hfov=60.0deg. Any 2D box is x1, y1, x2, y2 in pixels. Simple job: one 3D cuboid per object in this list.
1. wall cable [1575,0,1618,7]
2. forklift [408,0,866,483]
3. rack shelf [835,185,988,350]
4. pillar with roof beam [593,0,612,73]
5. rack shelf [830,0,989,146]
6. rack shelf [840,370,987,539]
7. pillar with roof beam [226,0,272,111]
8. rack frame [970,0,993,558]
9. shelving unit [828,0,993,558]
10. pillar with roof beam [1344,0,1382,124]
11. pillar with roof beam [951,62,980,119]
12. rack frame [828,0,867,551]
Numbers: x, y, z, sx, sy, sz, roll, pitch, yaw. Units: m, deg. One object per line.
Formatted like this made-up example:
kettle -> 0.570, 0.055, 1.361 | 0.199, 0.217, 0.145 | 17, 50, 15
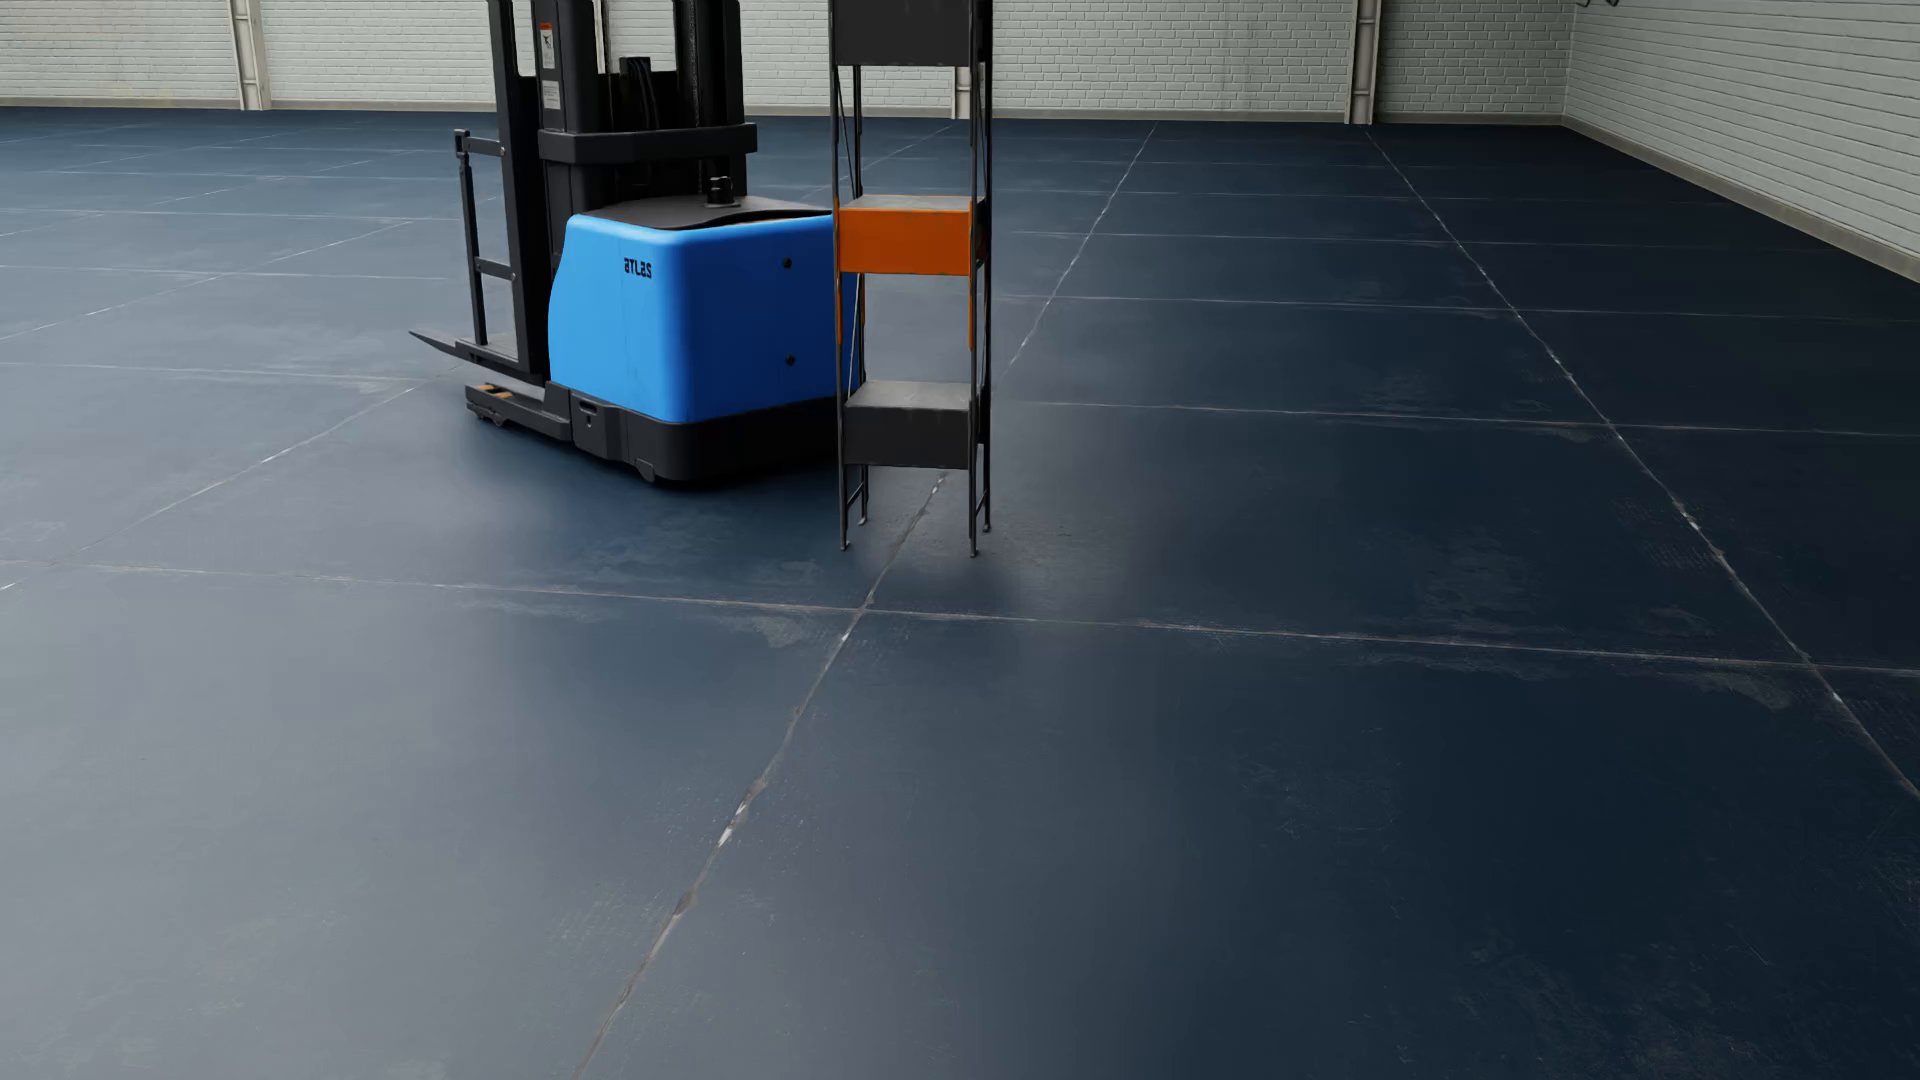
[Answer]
wall cable -> 8.710, -8.524, 22.491 | 0.112, 2.526, 3.097 | 3, 19, 9
forklift -> -1.743, -2.022, 7.728 | 1.130, 2.935, 3.031 | -15, 24, -38
rack shelf -> -0.163, -0.991, 5.999 | 0.480, 0.518, 0.431 | 3, 19, 9
pillar with roof beam -> -6.520, -9.814, 21.454 | 0.400, 9.000, 9.100 | 3, 19, 9
rack shelf -> -0.163, -1.655, 5.777 | 0.480, 0.518, 0.431 | 3, 19, 9
rack shelf -> -0.163, -0.327, 6.221 | 0.480, 0.518, 0.431 | 3, 19, 9
pillar with roof beam -> -12.444, -10.116, 22.356 | 0.400, 9.000, 9.100 | 3, 19, 9
rack frame -> 0.078, -0.992, 5.958 | 0.015, 2.100, 0.400 | 3, 19, 9
shelving unit -> -0.163, -1.004, 5.995 | 0.503, 2.100, 0.431 | 3, 19, 9
pillar with roof beam -> 5.328, -9.211, 19.649 | 0.400, 9.000, 9.100 | 3, 19, 9
pillar with roof beam -> -0.596, -9.513, 20.551 | 0.400, 9.000, 9.100 | 3, 19, 9
rack frame -> -0.404, -1.016, 6.032 | 0.015, 2.100, 0.400 | 3, 19, 9
